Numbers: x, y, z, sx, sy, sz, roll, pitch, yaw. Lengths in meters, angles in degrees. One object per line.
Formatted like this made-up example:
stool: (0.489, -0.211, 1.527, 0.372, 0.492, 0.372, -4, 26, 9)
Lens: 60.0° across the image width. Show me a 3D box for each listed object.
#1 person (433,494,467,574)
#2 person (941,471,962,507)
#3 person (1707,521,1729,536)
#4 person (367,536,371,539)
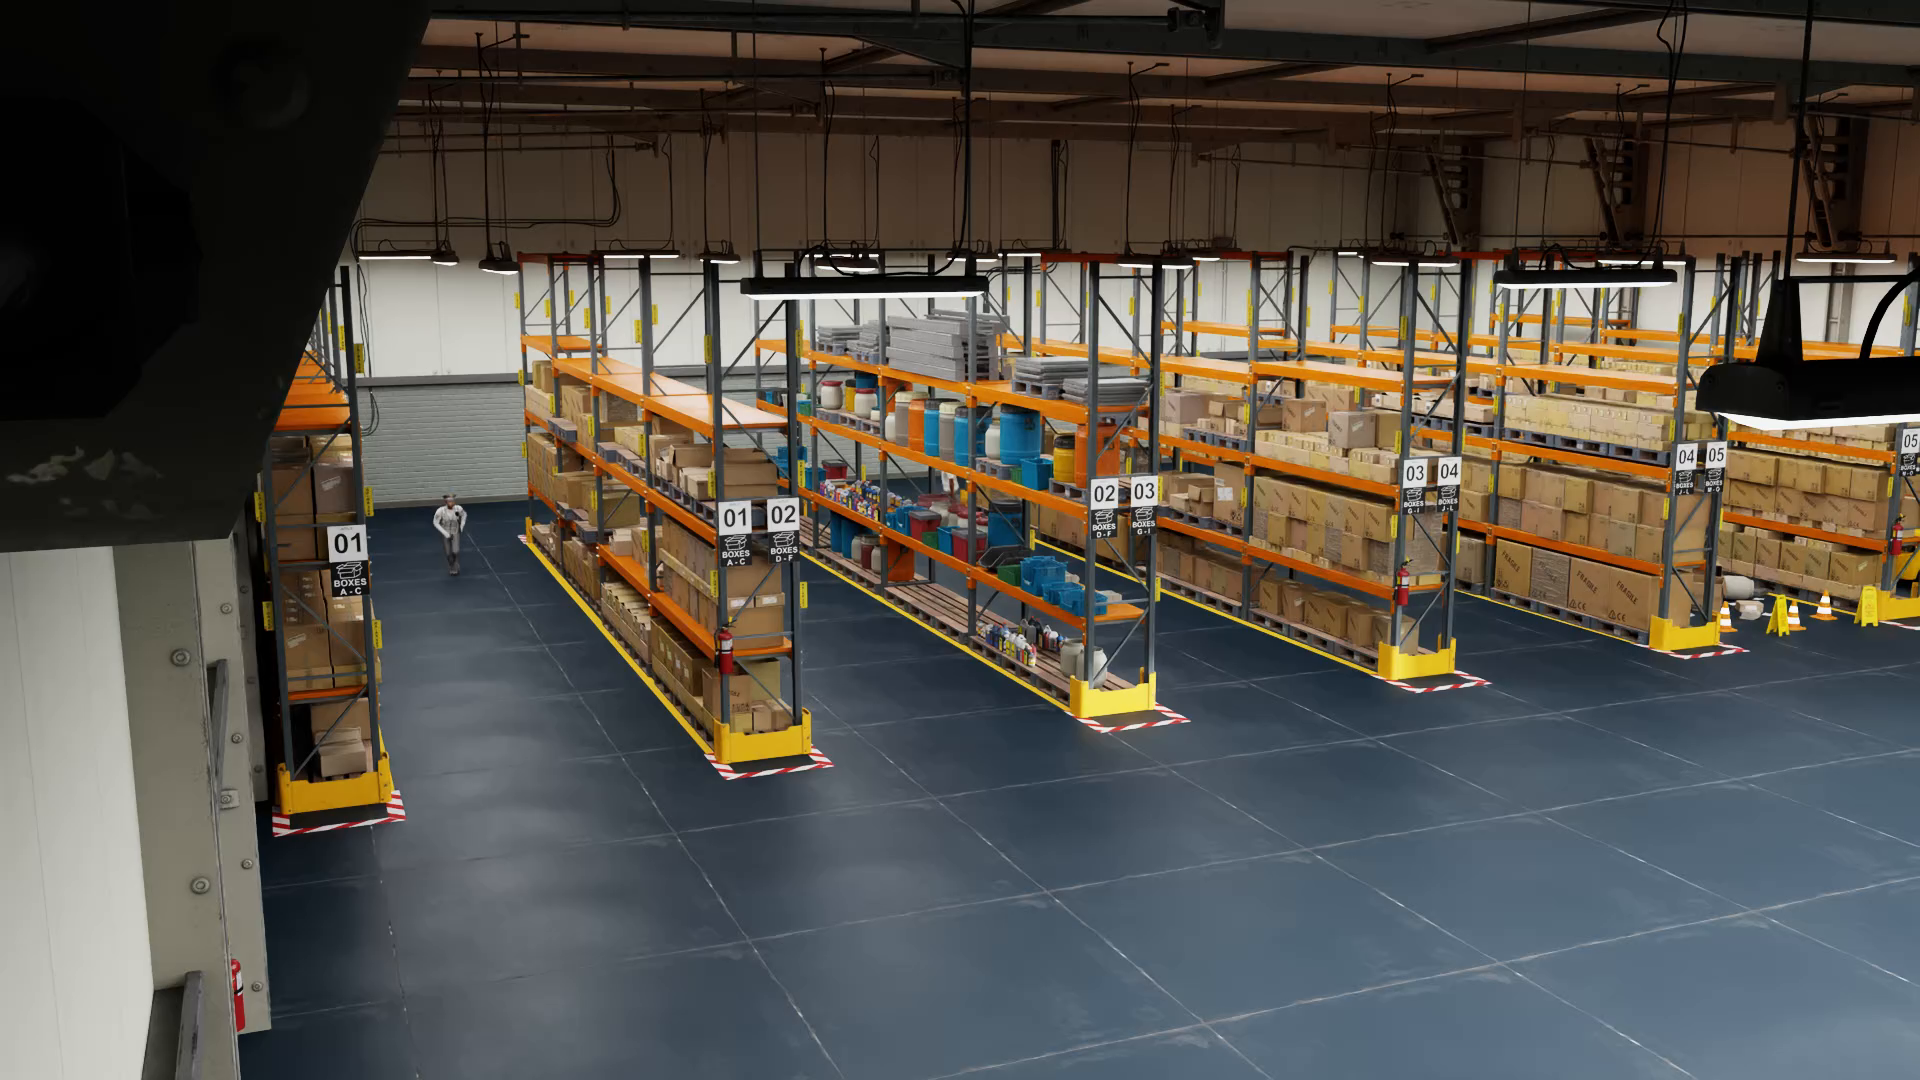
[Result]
person: (-9.581, -0.119, 31.295, 0.585, 1.591, 0.678, -2, 11, -11)
person: (-0.197, -1.093, 36.238, 1.002, 1.744, 0.603, 2, 11, 13)
person: (15.906, -0.756, 34.675, 0.449, 1.719, 0.612, -6, 12, -31)
person: (-12.739, -0.819, 34.896, 0.617, 1.629, 0.435, -4, 11, -20)
